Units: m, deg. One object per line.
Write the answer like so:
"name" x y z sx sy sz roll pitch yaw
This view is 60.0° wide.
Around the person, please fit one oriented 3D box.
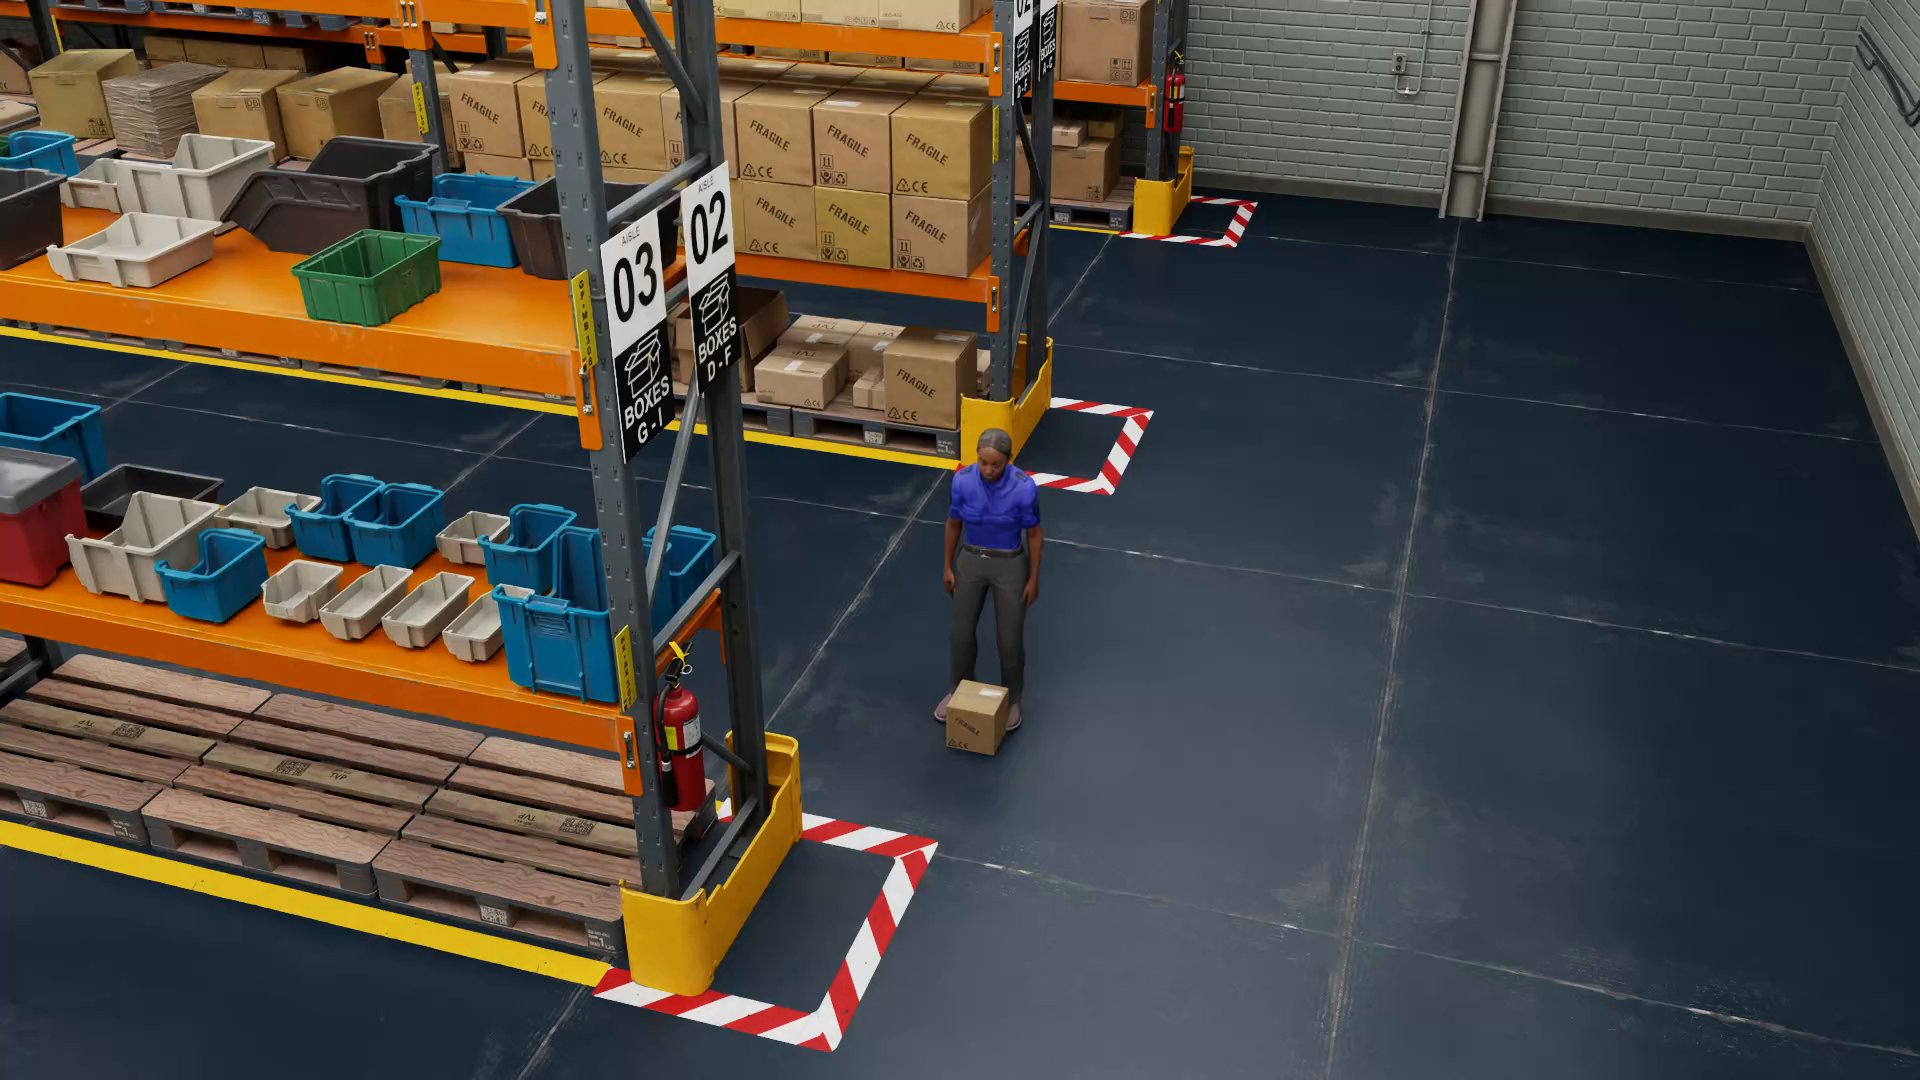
"person" 0.144 0.174 8.212 0.514 1.639 0.349 7 30 13
